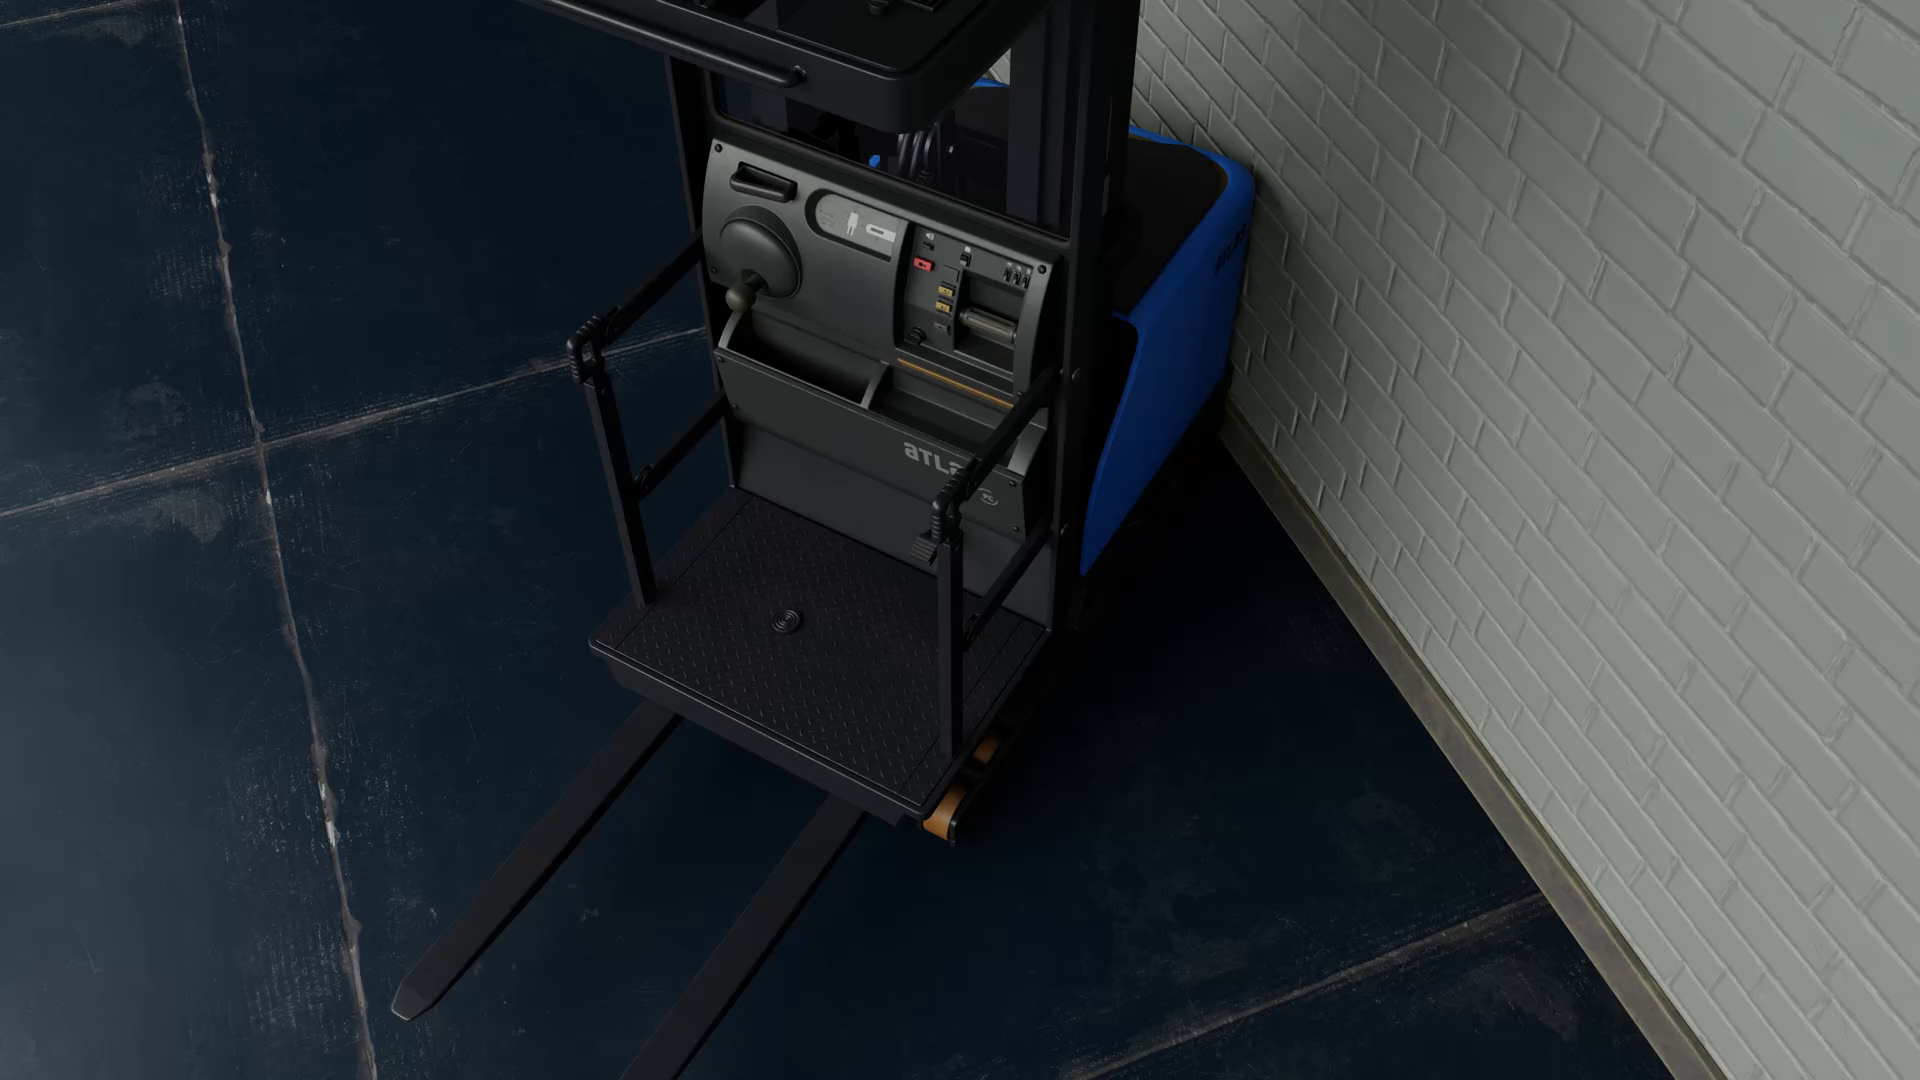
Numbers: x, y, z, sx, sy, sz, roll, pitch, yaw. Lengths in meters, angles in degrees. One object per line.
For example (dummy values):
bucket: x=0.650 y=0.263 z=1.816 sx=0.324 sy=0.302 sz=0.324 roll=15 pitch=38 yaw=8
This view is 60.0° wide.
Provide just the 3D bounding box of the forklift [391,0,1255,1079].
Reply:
forklift: x=-0.316 y=-0.546 z=3.787 sx=1.130 sy=2.935 sz=3.031 roll=24 pitch=53 yaw=19
